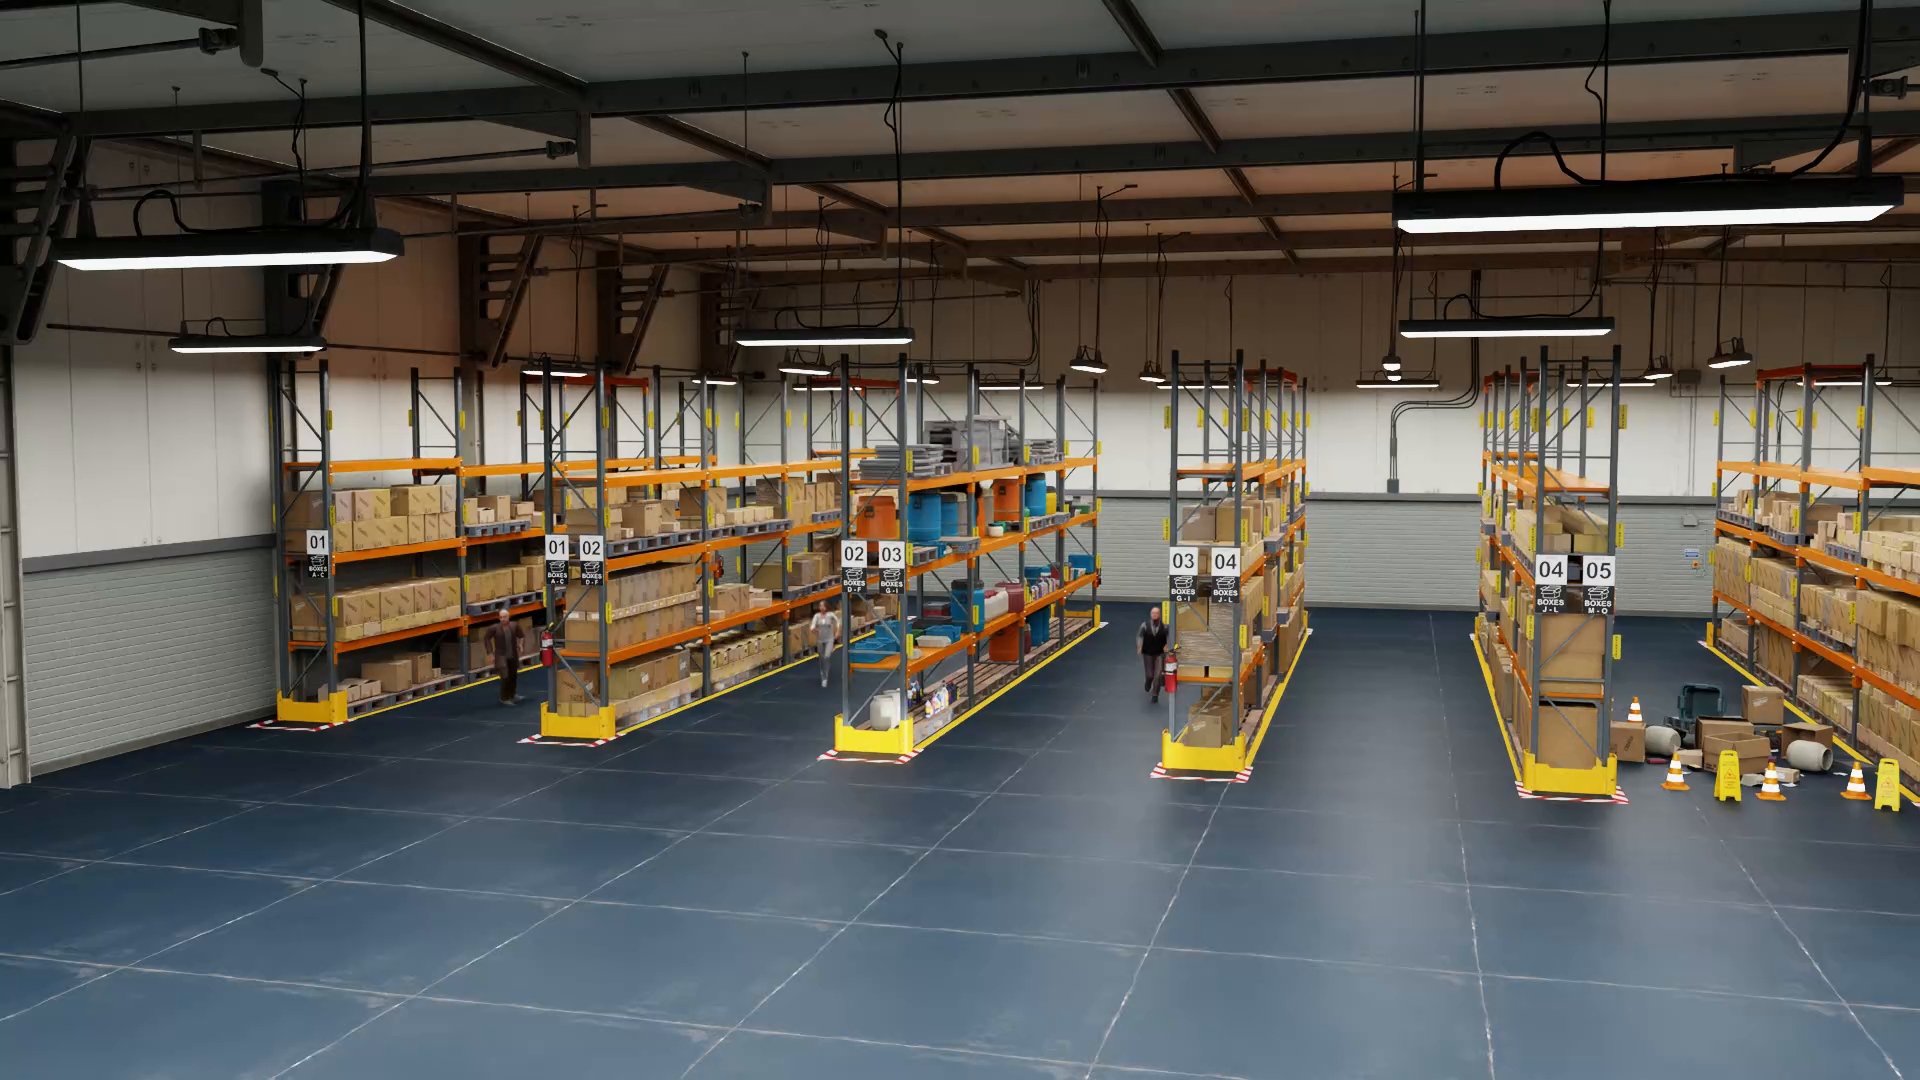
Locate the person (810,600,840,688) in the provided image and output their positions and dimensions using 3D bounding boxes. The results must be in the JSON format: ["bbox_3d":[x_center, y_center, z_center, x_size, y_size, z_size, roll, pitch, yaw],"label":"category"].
[{"bbox_3d":[-2.549,1.938,31.500,0.536,1.615,0.886,1,4,8],"label":"person"}]

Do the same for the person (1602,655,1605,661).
[{"bbox_3d":[13.300,1.646,34.776,0.684,1.686,0.936,0,4,6],"label":"person"}]

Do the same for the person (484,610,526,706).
[{"bbox_3d":[-7.956,2.074,29.275,0.721,1.743,0.903,-4,5,-42],"label":"person"}]

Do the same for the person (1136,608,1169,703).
[{"bbox_3d":[3.487,2.037,29.707,0.668,1.663,0.570,0,4,1],"label":"person"}]
